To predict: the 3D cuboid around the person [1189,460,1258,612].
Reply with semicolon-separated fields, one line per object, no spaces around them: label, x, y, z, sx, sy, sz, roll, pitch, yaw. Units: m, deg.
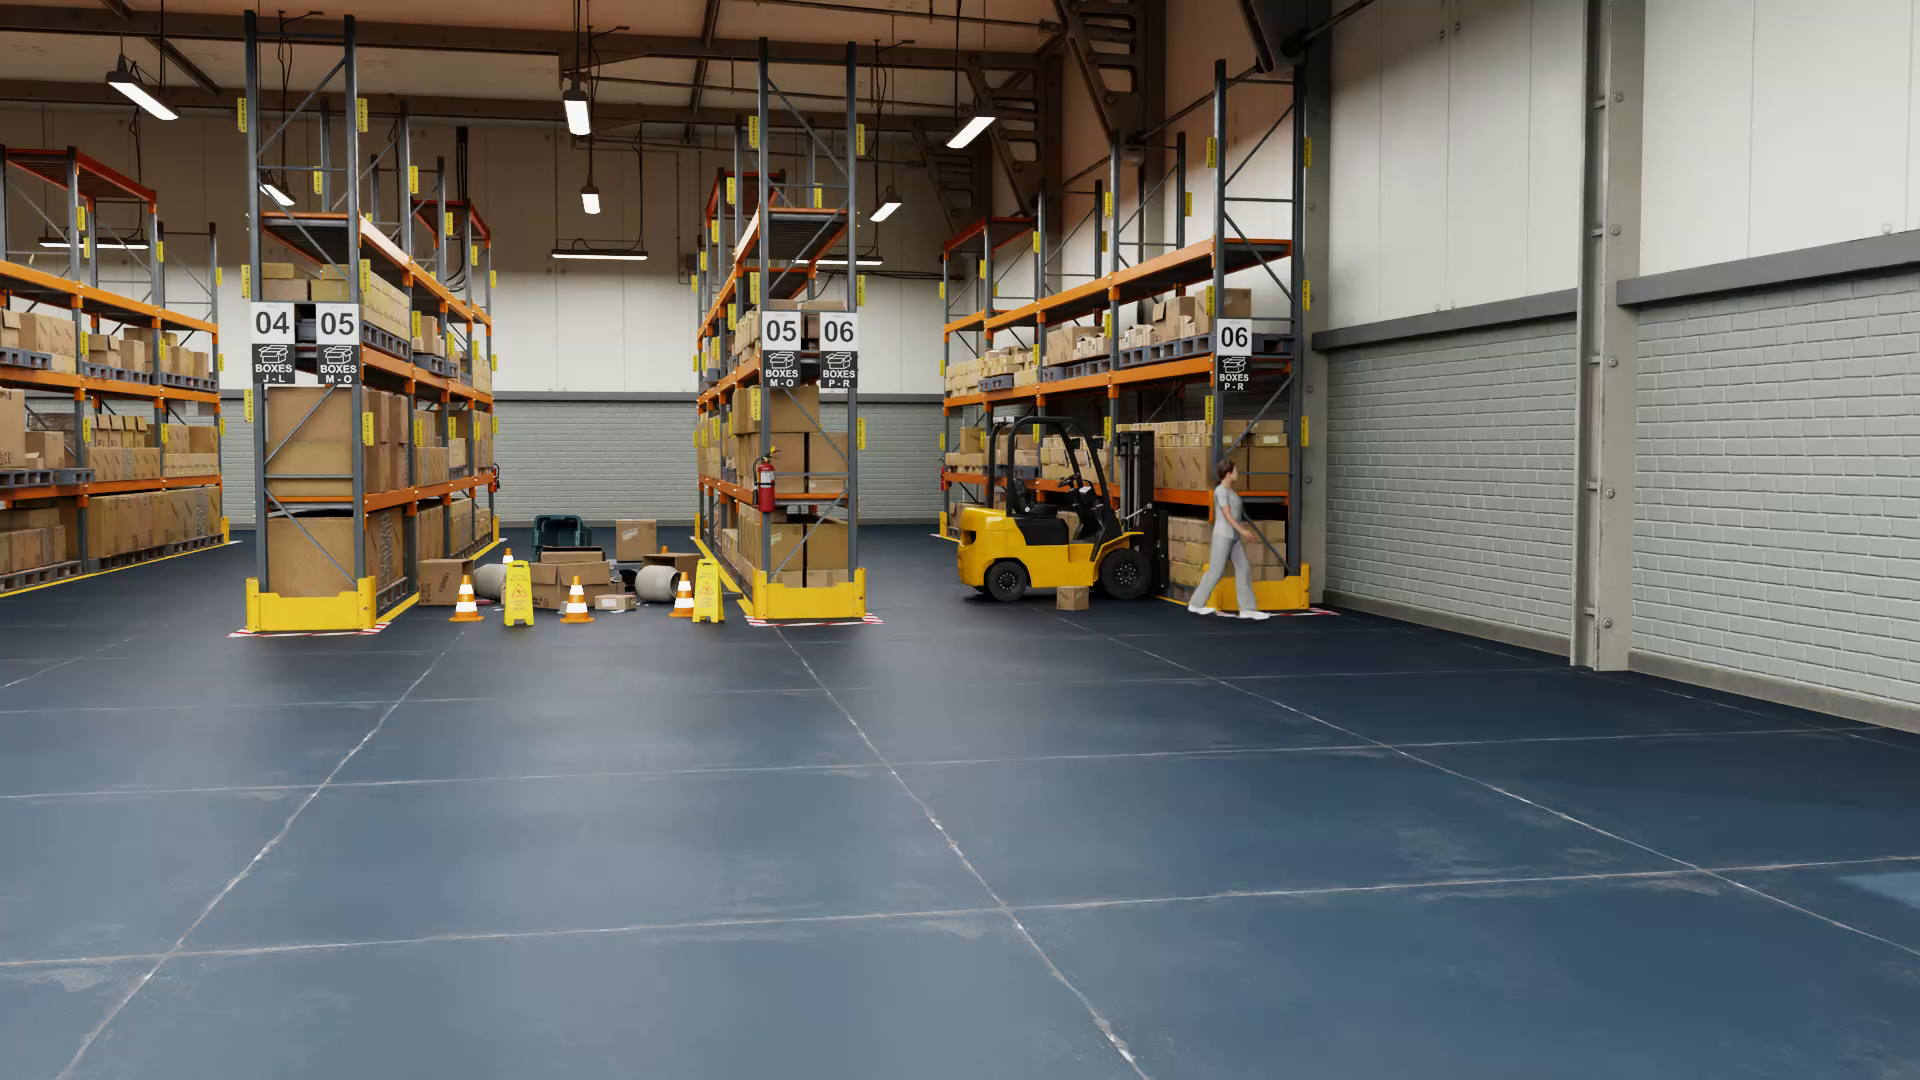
person;2.755;-0.044;17.279;0.743;1.576;0.479;1;3;25
